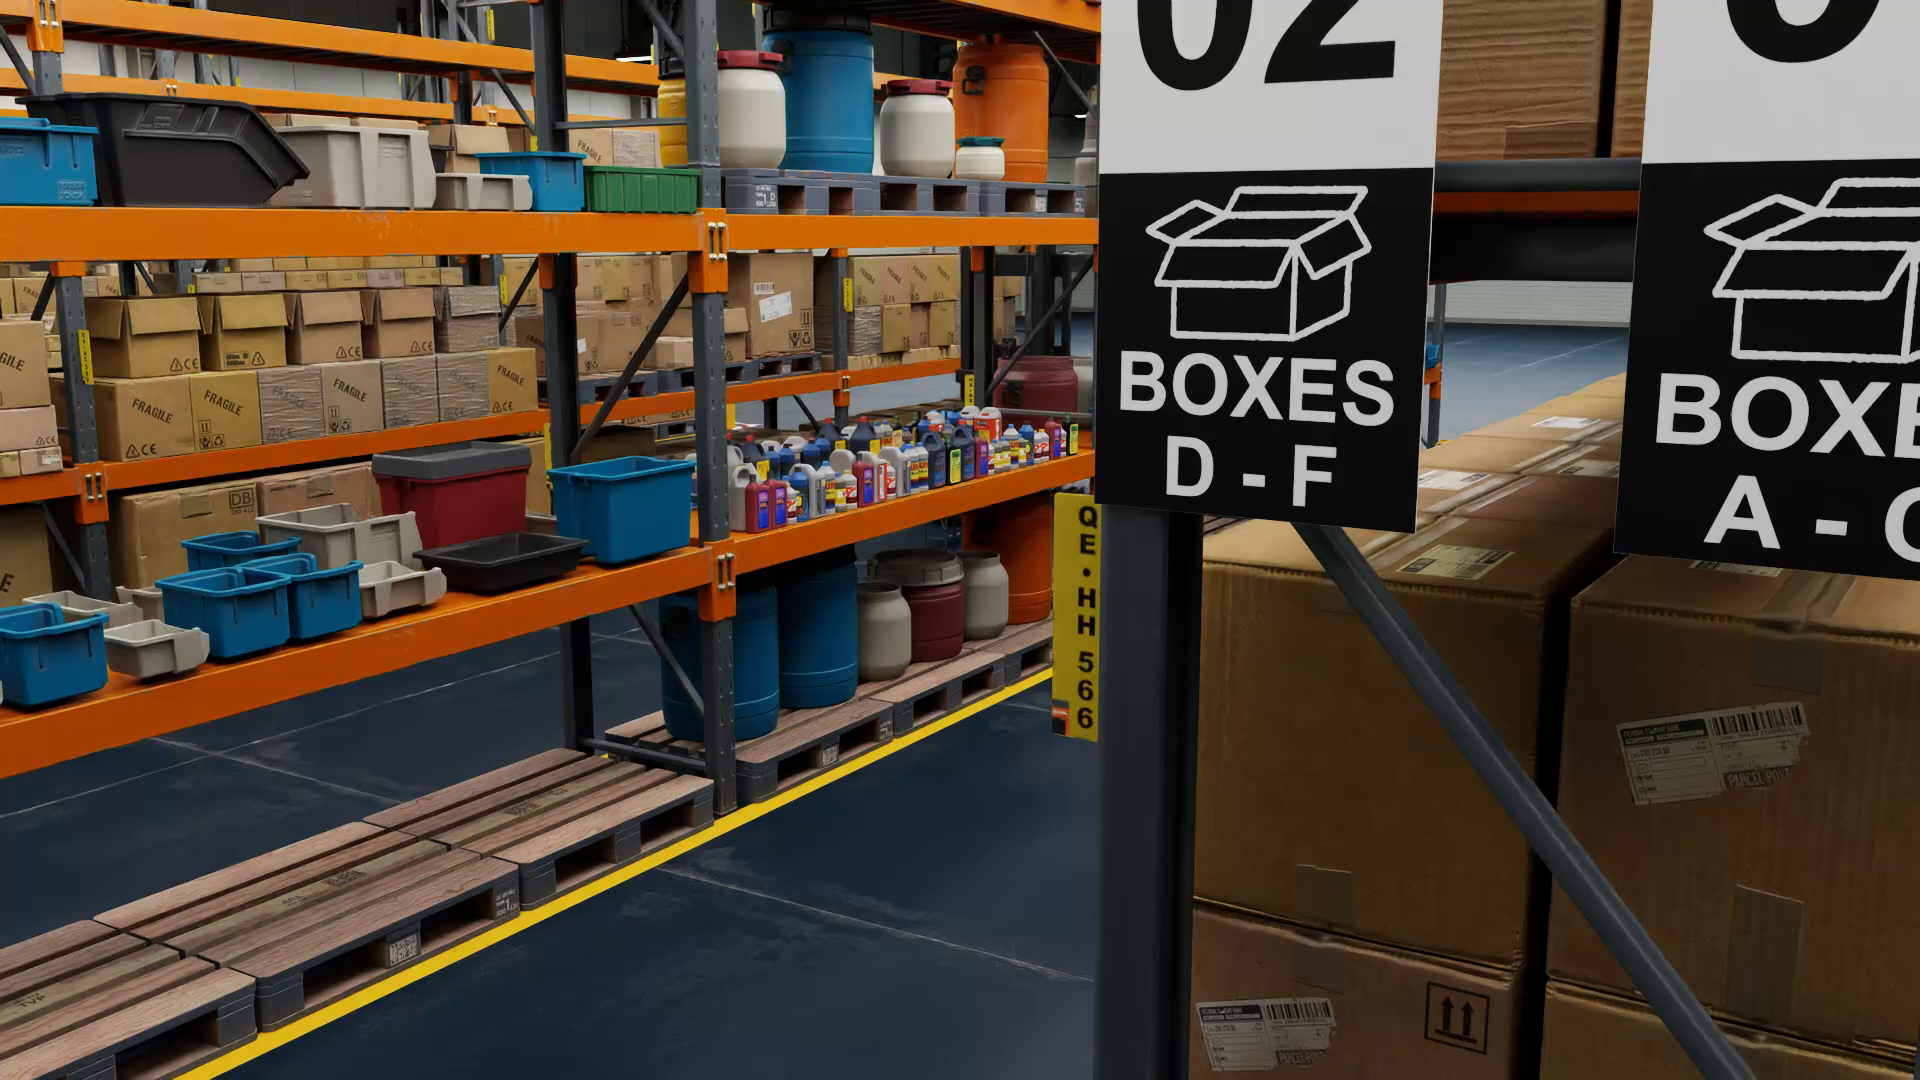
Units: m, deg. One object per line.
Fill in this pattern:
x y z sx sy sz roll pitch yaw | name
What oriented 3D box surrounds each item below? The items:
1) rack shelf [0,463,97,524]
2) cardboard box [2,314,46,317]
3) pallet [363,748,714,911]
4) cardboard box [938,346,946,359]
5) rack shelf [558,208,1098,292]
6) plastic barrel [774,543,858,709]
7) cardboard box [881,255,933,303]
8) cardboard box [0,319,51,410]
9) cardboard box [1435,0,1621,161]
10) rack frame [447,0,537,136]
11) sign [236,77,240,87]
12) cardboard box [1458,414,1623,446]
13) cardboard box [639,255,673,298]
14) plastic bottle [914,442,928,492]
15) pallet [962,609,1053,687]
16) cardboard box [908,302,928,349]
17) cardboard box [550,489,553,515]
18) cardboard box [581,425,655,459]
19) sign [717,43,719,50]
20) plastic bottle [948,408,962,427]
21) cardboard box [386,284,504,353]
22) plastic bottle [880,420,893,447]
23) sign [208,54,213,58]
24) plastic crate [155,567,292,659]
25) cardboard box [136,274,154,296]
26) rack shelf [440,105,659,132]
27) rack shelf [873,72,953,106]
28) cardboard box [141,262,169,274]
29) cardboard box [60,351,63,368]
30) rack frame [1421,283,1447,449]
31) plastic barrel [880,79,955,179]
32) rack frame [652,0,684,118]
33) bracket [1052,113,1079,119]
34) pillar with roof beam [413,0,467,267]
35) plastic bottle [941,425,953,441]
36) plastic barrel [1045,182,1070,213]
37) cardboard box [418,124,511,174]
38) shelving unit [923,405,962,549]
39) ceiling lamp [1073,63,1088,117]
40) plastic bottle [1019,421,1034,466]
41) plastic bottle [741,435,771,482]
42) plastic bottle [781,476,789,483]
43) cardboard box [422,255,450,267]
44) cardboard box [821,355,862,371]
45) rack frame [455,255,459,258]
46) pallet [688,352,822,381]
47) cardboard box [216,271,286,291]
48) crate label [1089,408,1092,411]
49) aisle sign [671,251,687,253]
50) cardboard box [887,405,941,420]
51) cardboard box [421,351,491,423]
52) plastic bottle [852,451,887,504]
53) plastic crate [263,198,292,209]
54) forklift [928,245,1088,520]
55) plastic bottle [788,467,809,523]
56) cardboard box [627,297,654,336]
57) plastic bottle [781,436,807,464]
-6.796 -0.024 8.802 1.077 0.370 4.000 6 12 31 | rack shelf
-8.680 -2.010 15.380 0.380 0.149 0.250 6 12 28 | cardboard box
-1.873 1.271 7.508 1.003 0.211 1.213 6 12 31 | pallet
-0.377 -2.113 18.687 0.380 0.149 0.250 6 12 31 | cardboard box
-0.486 -1.655 9.359 1.077 0.370 4.000 6 12 31 | rack shelf
-0.860 0.410 9.086 0.600 0.901 0.708 6 12 31 | plastic barrel
-0.635 -2.841 18.097 0.500 0.500 0.500 6 12 31 | cardboard box
-5.768 -1.036 9.811 0.500 0.500 0.500 7 13 32 | cardboard box
0.671 -0.623 2.301 0.500 0.250 0.500 6 12 31 | cardboard box
-3.681 -4.270 13.225 1.000 3.000 0.127 6 12 31 | rack frame
-11.785 -7.393 27.150 0.100 0.325 0.005 6 12 31 | sign
1.420 0.004 3.705 0.500 0.500 0.500 7 13 32 | cardboard box
-4.147 -3.524 22.199 0.875 0.550 0.550 6 12 31 | cardboard box
-0.224 -0.406 9.233 0.097 0.271 0.097 0 11 0 | plastic bottle
0.178 0.650 10.822 1.003 0.211 1.213 6 12 31 | pallet
-0.855 -2.374 18.320 0.875 0.500 0.500 6 12 31 | cardboard box
-3.350 -0.416 14.539 0.700 0.500 0.500 6 12 28 | cardboard box
-3.092 -0.870 14.926 0.500 0.250 0.500 8 13 37 | cardboard box
-3.258 -6.462 22.179 0.100 0.325 0.005 6 12 31 | sign
-0.033 -0.732 10.979 0.097 0.271 0.097 0 11 0 | plastic bottle
-4.075 -1.750 13.069 0.797 0.503 0.637 7 13 33 | cardboard box
-0.462 -0.602 10.284 0.097 0.271 0.097 0 11 0 | plastic bottle
-9.597 -6.331 21.263 0.100 0.325 0.005 6 12 31 | sign
-2.508 0.248 5.684 0.416 0.233 0.300 6 12 31 | plastic crate
-10.374 -3.127 21.196 0.500 0.500 0.500 6 12 31 | cardboard box
-4.753 -5.154 20.984 1.077 0.370 4.000 6 12 31 | rack shelf
-0.566 -4.859 18.331 1.077 0.370 4.000 6 12 31 | rack shelf
-10.621 -3.578 21.844 0.380 0.149 0.250 6 12 30 | cardboard box
-8.127 -1.655 15.097 0.380 0.149 0.250 6 12 30 | cardboard box
4.705 -2.107 17.970 1.000 3.000 0.127 6 12 31 | rack frame
-0.240 -2.303 9.356 0.433 0.535 0.433 0 11 0 | plastic barrel
-3.714 -6.018 22.561 1.000 3.000 0.127 6 12 31 | rack frame
3.644 -13.724 53.940 0.076 0.066 3.189 6 12 31 | bracket
-6.579 -7.458 30.251 9.100 9.000 0.548 6 12 31 | pillar with roof beam
-0.073 -0.632 10.632 0.097 0.201 0.097 0 11 0 | plastic bottle
0.636 -2.290 11.221 0.294 0.245 0.294 0 11 0 | plastic barrel
-3.936 -2.950 12.903 0.797 0.503 0.637 7 13 34 | cardboard box
-0.086 -0.564 14.619 0.258 1.200 0.503 6 12 31 | shelving unit
4.255 -13.451 46.402 2.000 3.185 0.800 6 12 31 | ceiling lamp
0.410 -0.597 10.258 0.097 0.271 0.097 0 11 0 | plastic bottle
-1.108 -0.386 8.914 0.144 0.351 0.185 6 12 31 | plastic bottle
-0.885 -0.225 8.457 0.097 0.201 0.097 0 11 0 | plastic bottle
-8.076 -4.112 24.885 0.700 0.500 0.500 6 12 29 | cardboard box
-1.236 -1.832 17.187 0.380 0.149 0.250 6 12 31 | cardboard box
-7.997 -3.527 25.554 1.000 3.000 0.127 6 12 31 | rack frame
-2.126 -1.750 16.587 1.003 0.211 1.213 6 12 31 | pallet
-7.365 -2.501 17.089 0.700 0.500 0.500 6 12 30 | cardboard box
1.091 -0.797 11.427 0.303 0.233 0.416 6 12 31 | crate label
-3.934 -4.387 23.087 0.394 0.787 0.004 6 12 31 | aisle sign
-0.489 -1.267 19.137 0.500 0.500 0.500 8 13 36 | cardboard box
-3.989 -1.192 12.810 0.500 0.500 0.500 6 12 30 | cardboard box
-0.478 -0.340 8.872 0.152 0.276 0.135 6 12 31 | plastic bottle
-2.741 -1.284 6.139 0.437 0.136 0.530 6 12 31 | plastic crate
0.628 -1.807 16.557 1.130 2.935 3.031 4 11 18 | forklift
-0.806 -0.229 8.291 0.097 0.271 0.097 0 11 0 | plastic bottle
-4.533 -2.916 21.885 0.875 0.550 0.550 6 12 31 | cardboard box
-0.955 -0.446 9.435 0.152 0.276 0.135 6 12 31 | plastic bottle
